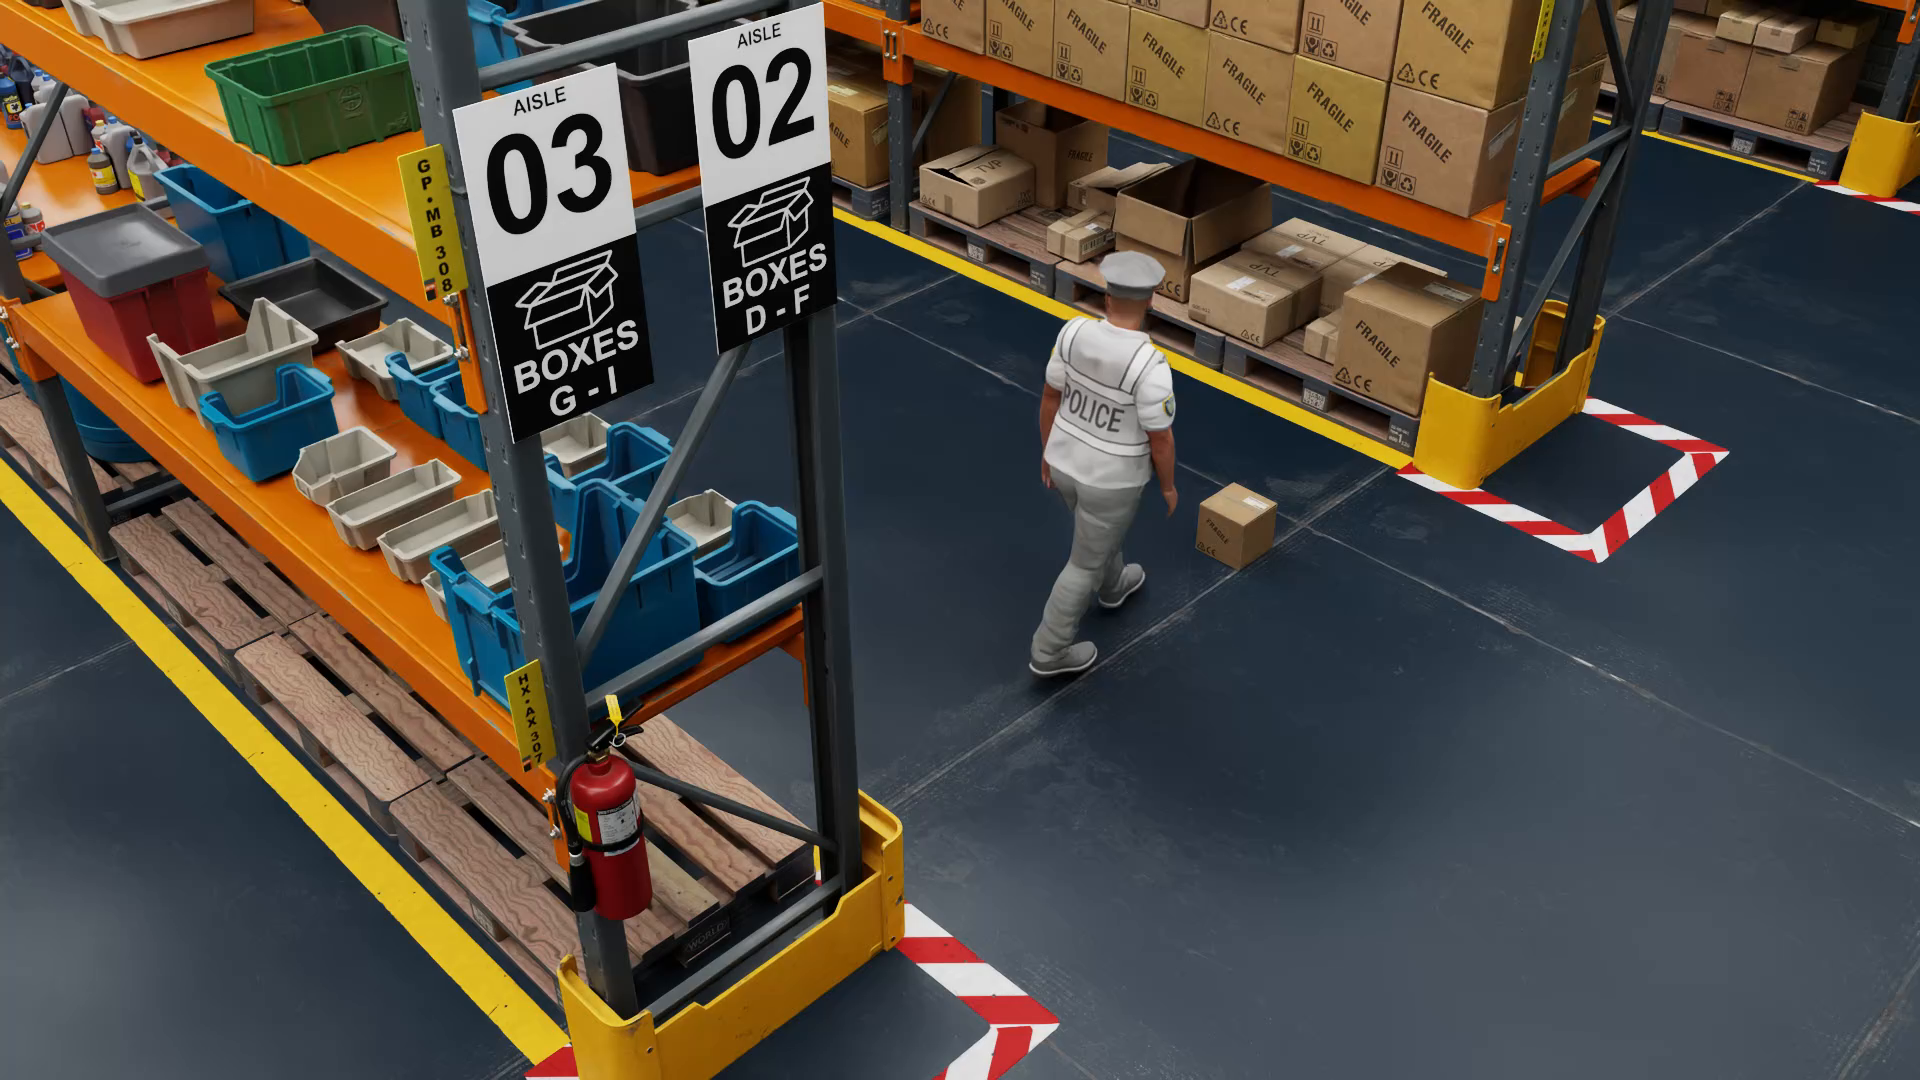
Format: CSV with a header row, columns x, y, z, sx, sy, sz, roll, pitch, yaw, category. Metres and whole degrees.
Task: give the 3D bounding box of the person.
x,y,z,sx,sy,sz,roll,pitch,yaw,category
0.598,-0.300,6.546,0.879,1.711,0.549,-27,43,-32,person
